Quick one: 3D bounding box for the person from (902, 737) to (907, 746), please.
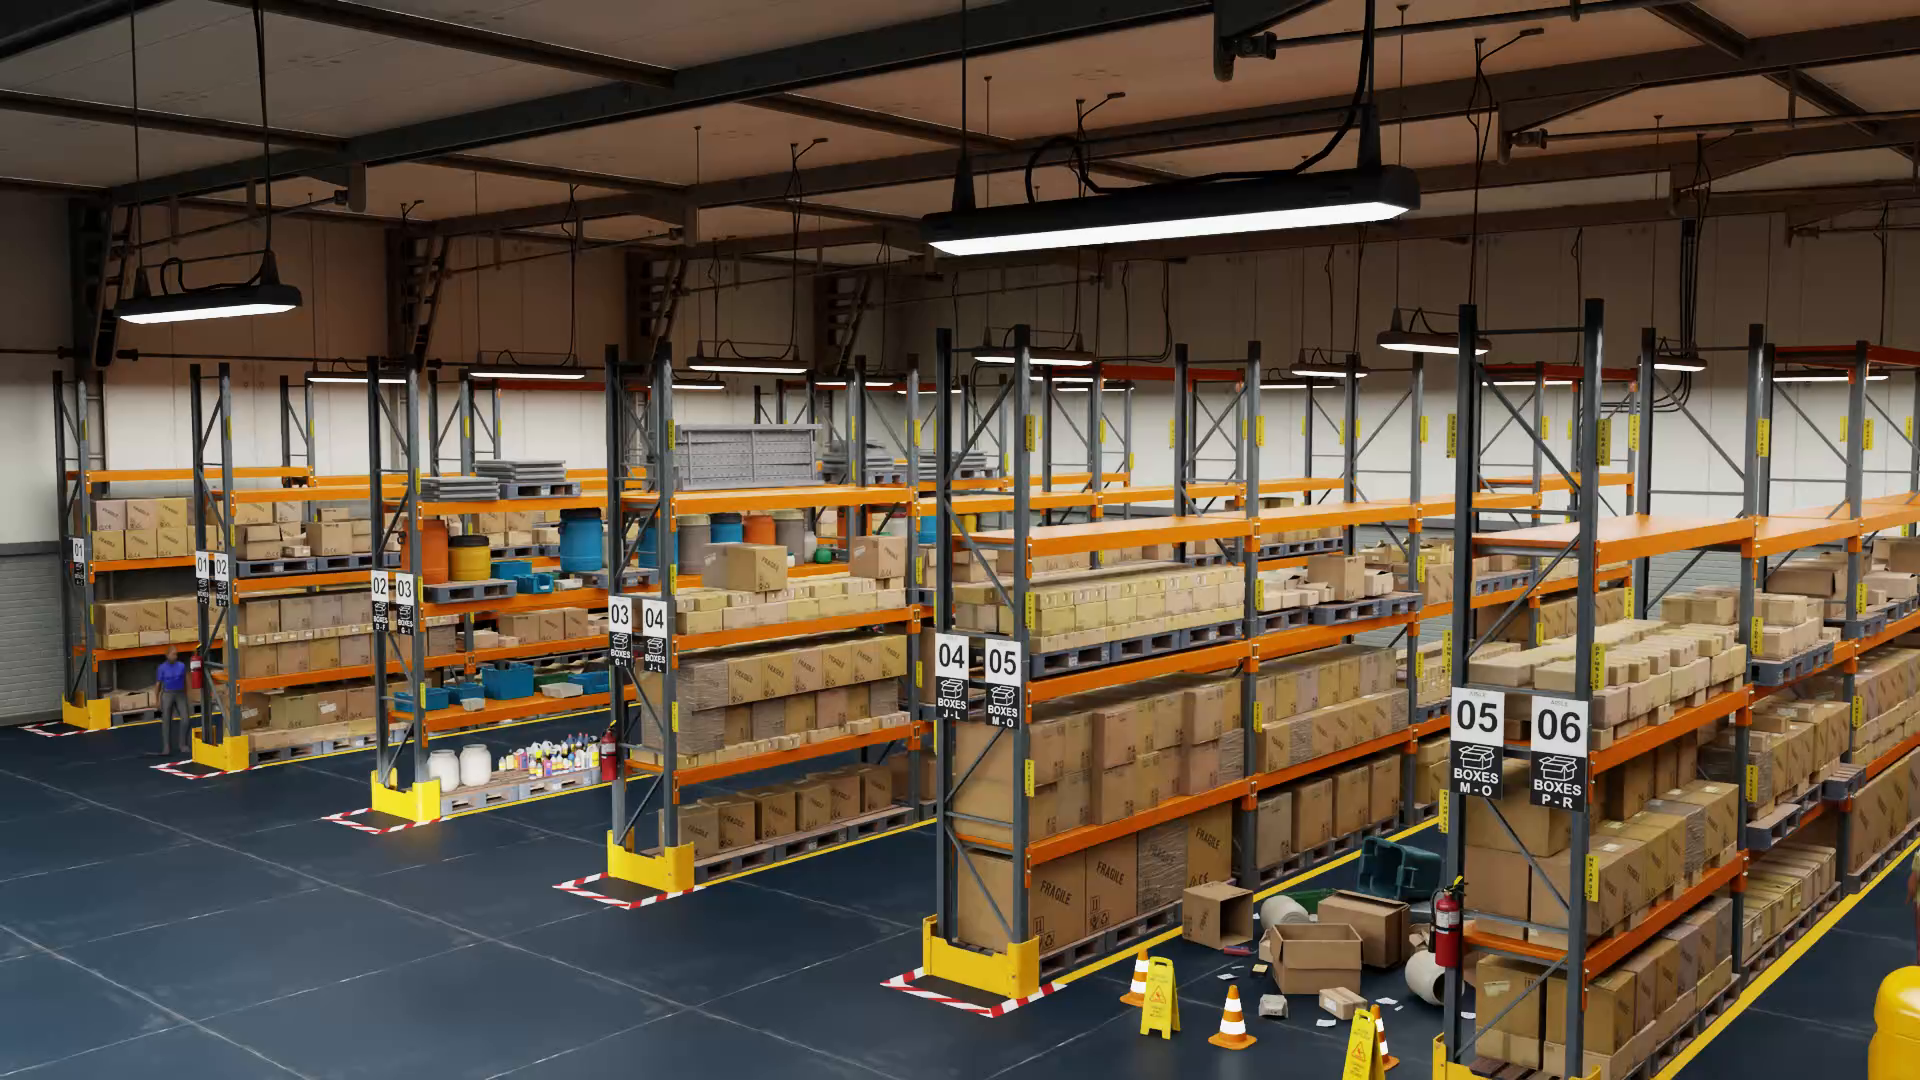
[{"bbox_3d":[-0.568,2.418,26.201,0.703,1.678,0.487,-2,4,-23],"label":"person"}]

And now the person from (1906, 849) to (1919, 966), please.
[{"bbox_3d":[8.658,3.263,14.718,0.516,1.693,0.673,3,5,36],"label":"person"}]

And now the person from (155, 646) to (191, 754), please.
[{"bbox_3d":[-12.237,2.506,25.834,0.493,1.726,0.332,-4,6,-42],"label":"person"}]
